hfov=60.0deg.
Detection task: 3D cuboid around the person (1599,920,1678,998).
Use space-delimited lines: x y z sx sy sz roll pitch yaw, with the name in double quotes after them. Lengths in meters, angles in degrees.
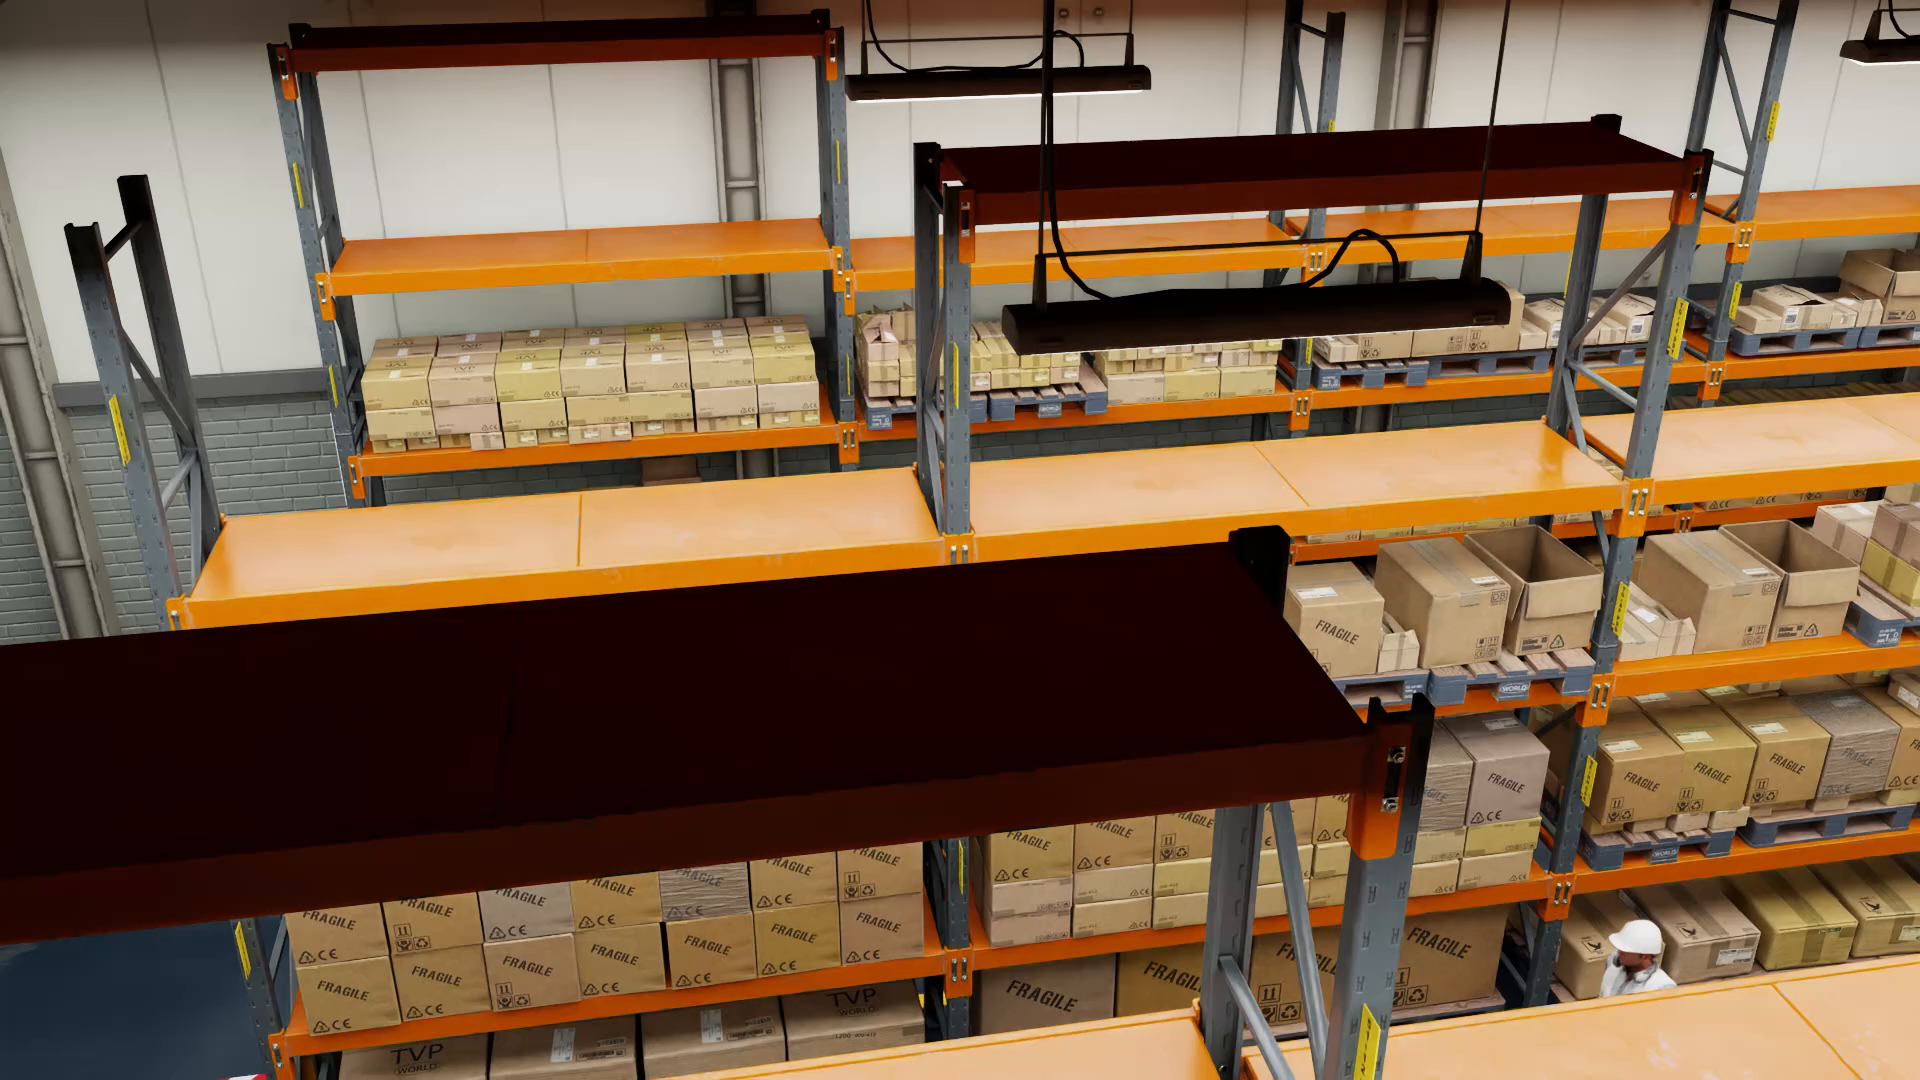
4.037 3.029 9.981 0.467 1.770 0.569 -8 27 -17 "person"
